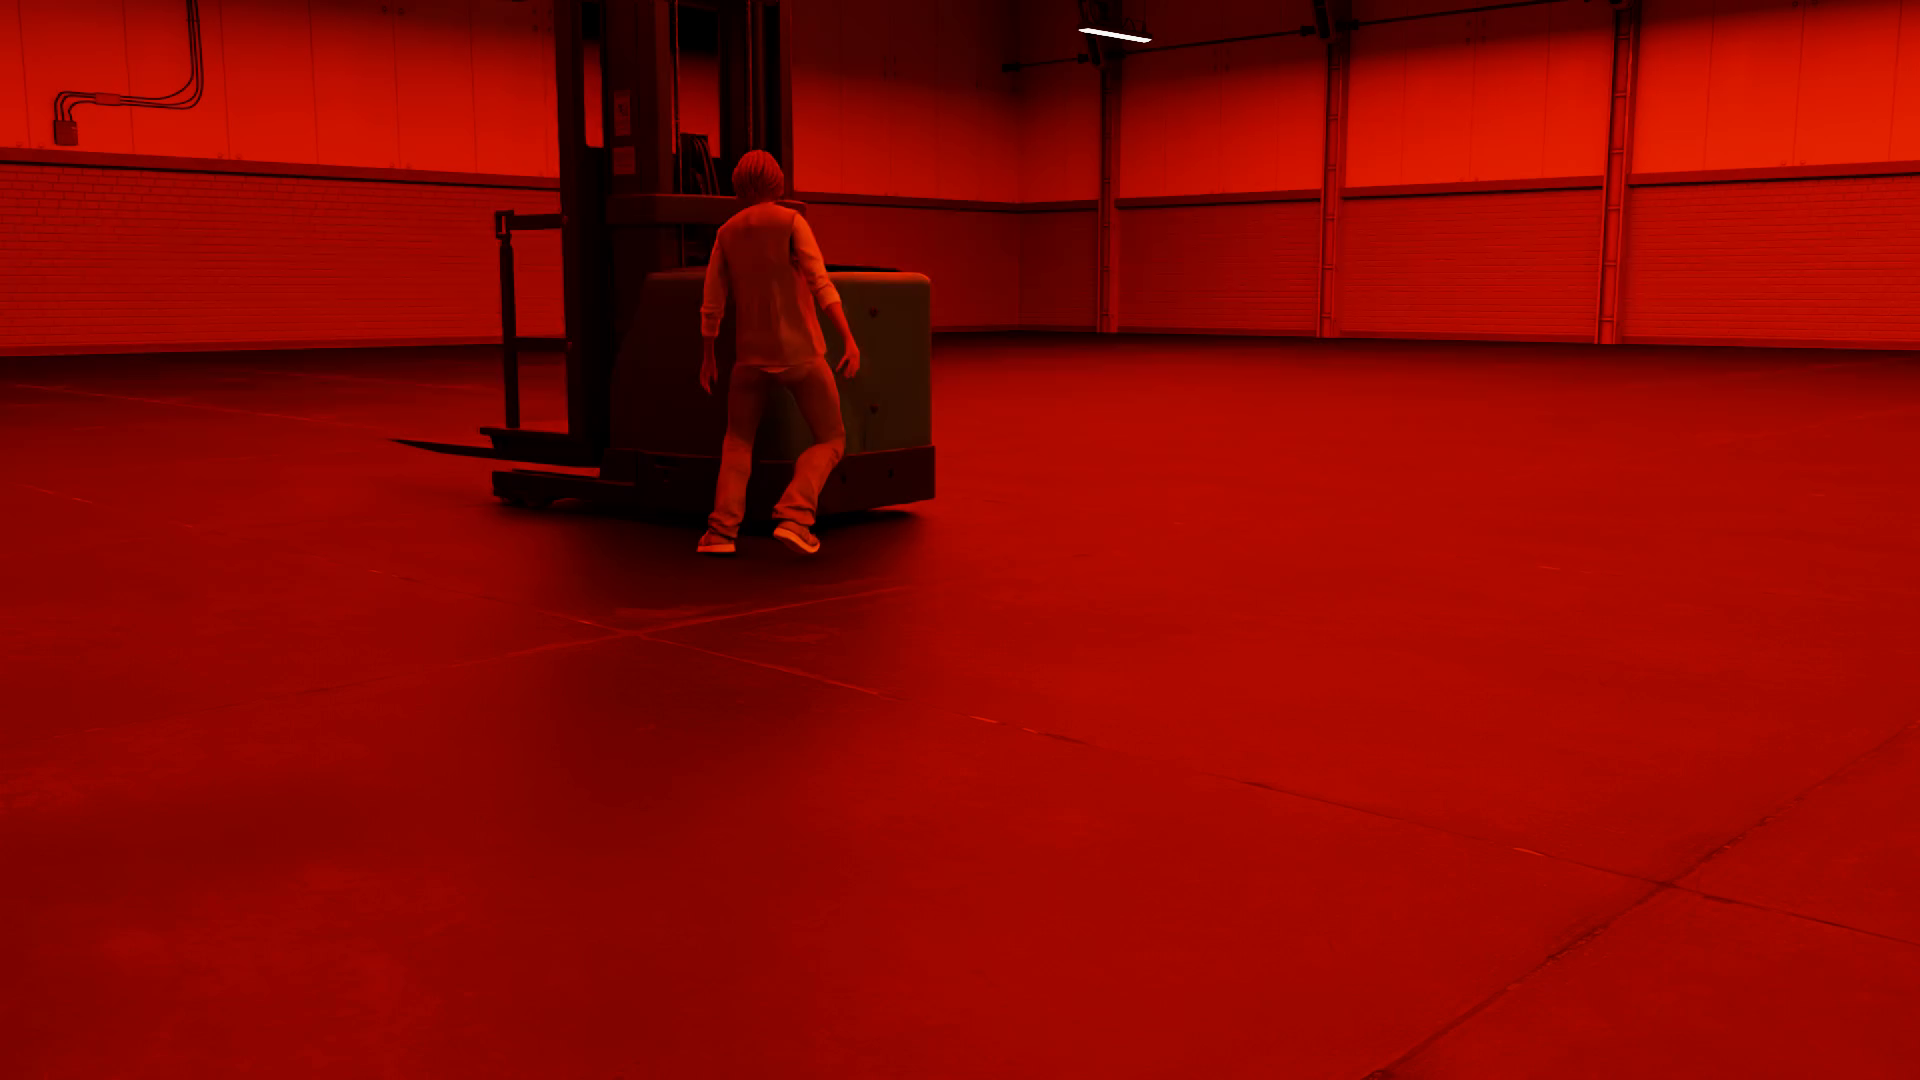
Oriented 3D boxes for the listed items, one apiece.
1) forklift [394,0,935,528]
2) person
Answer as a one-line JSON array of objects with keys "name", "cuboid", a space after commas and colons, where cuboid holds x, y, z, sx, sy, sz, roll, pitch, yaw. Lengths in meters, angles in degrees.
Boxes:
[{"name": "forklift", "cuboid": [-1.577, -1.652, 7.846, 3.031, 2.935, 1.130, 7, 11, 38]}, {"name": "person", "cuboid": [-0.689, -0.676, 6.211, 0.744, 1.501, 0.446, 4, 9, 25]}]
